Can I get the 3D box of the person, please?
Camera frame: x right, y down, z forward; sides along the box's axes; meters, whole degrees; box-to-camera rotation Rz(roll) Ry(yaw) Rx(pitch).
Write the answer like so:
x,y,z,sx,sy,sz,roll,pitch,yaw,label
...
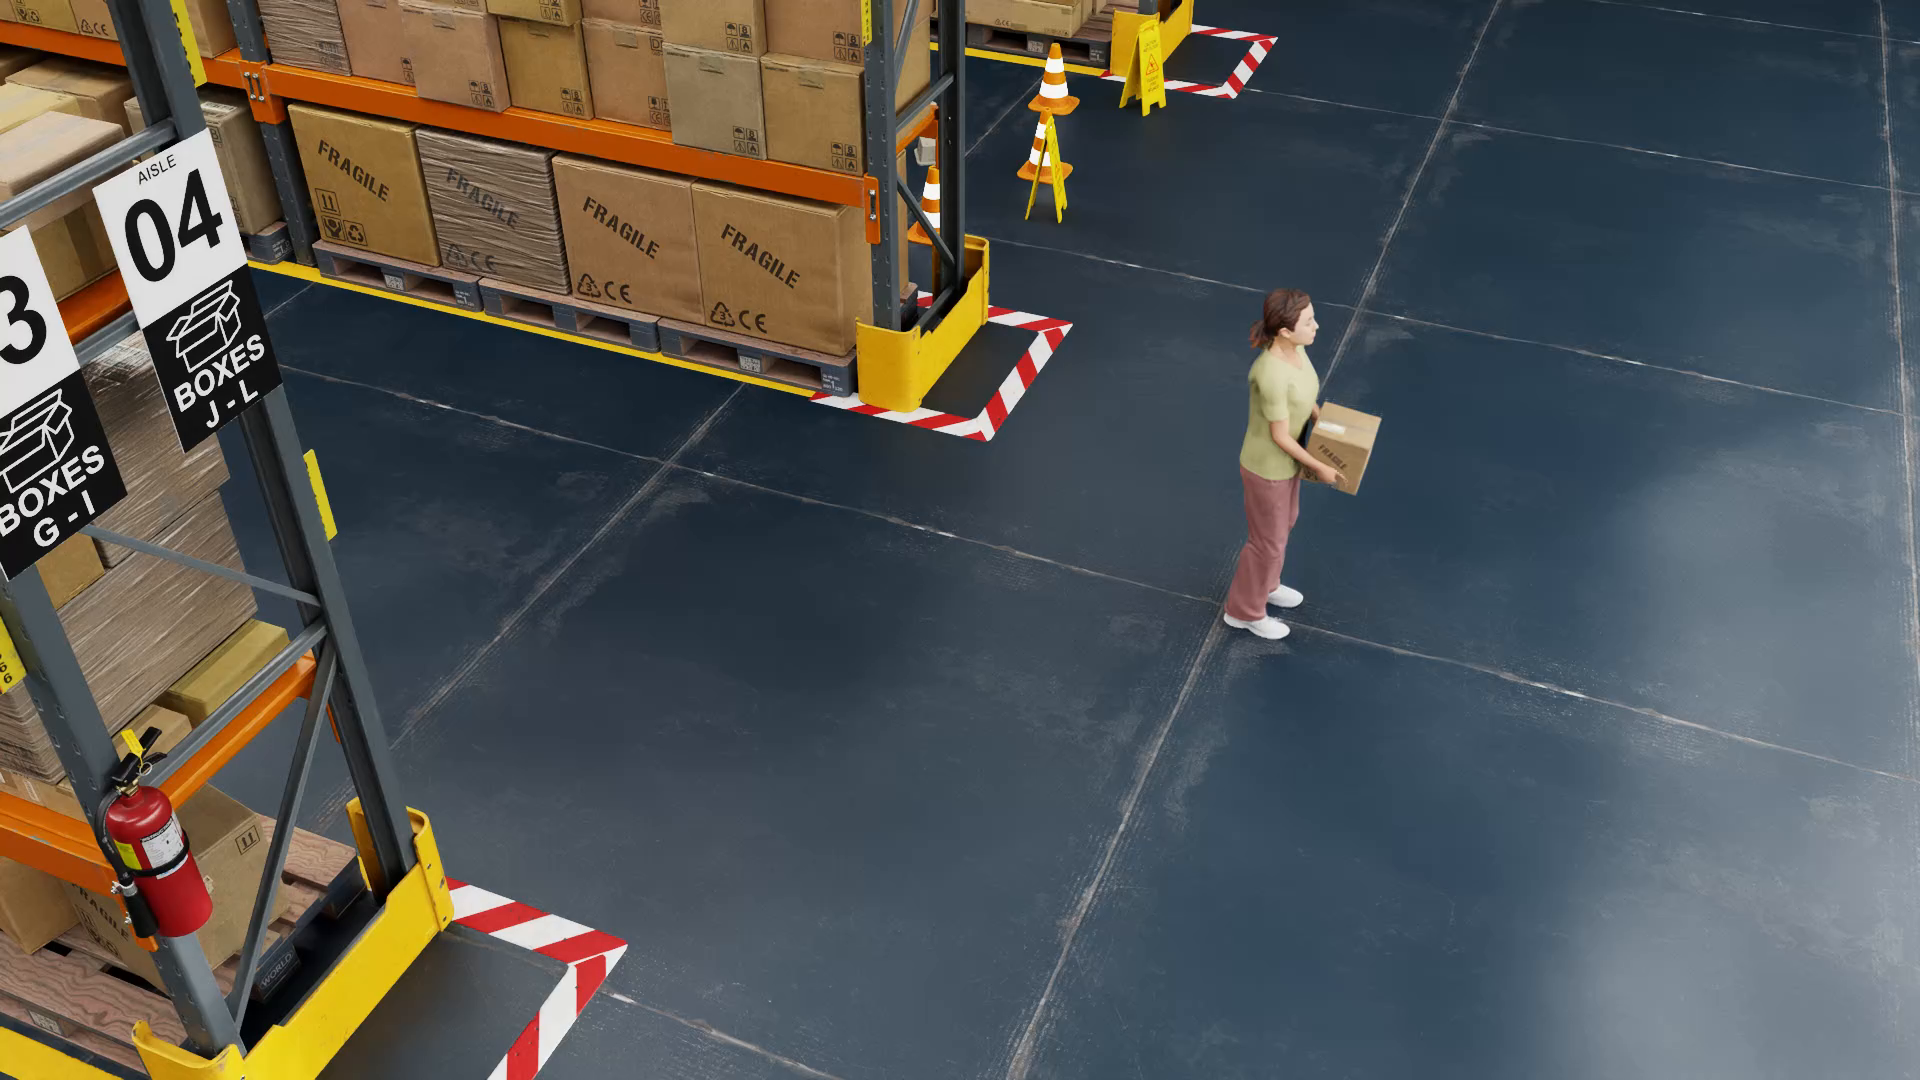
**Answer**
x,y,z,sx,sy,sz,roll,pitch,yaw,label
1.439,-0.324,7.241,0.523,1.672,0.452,14,40,17,person
